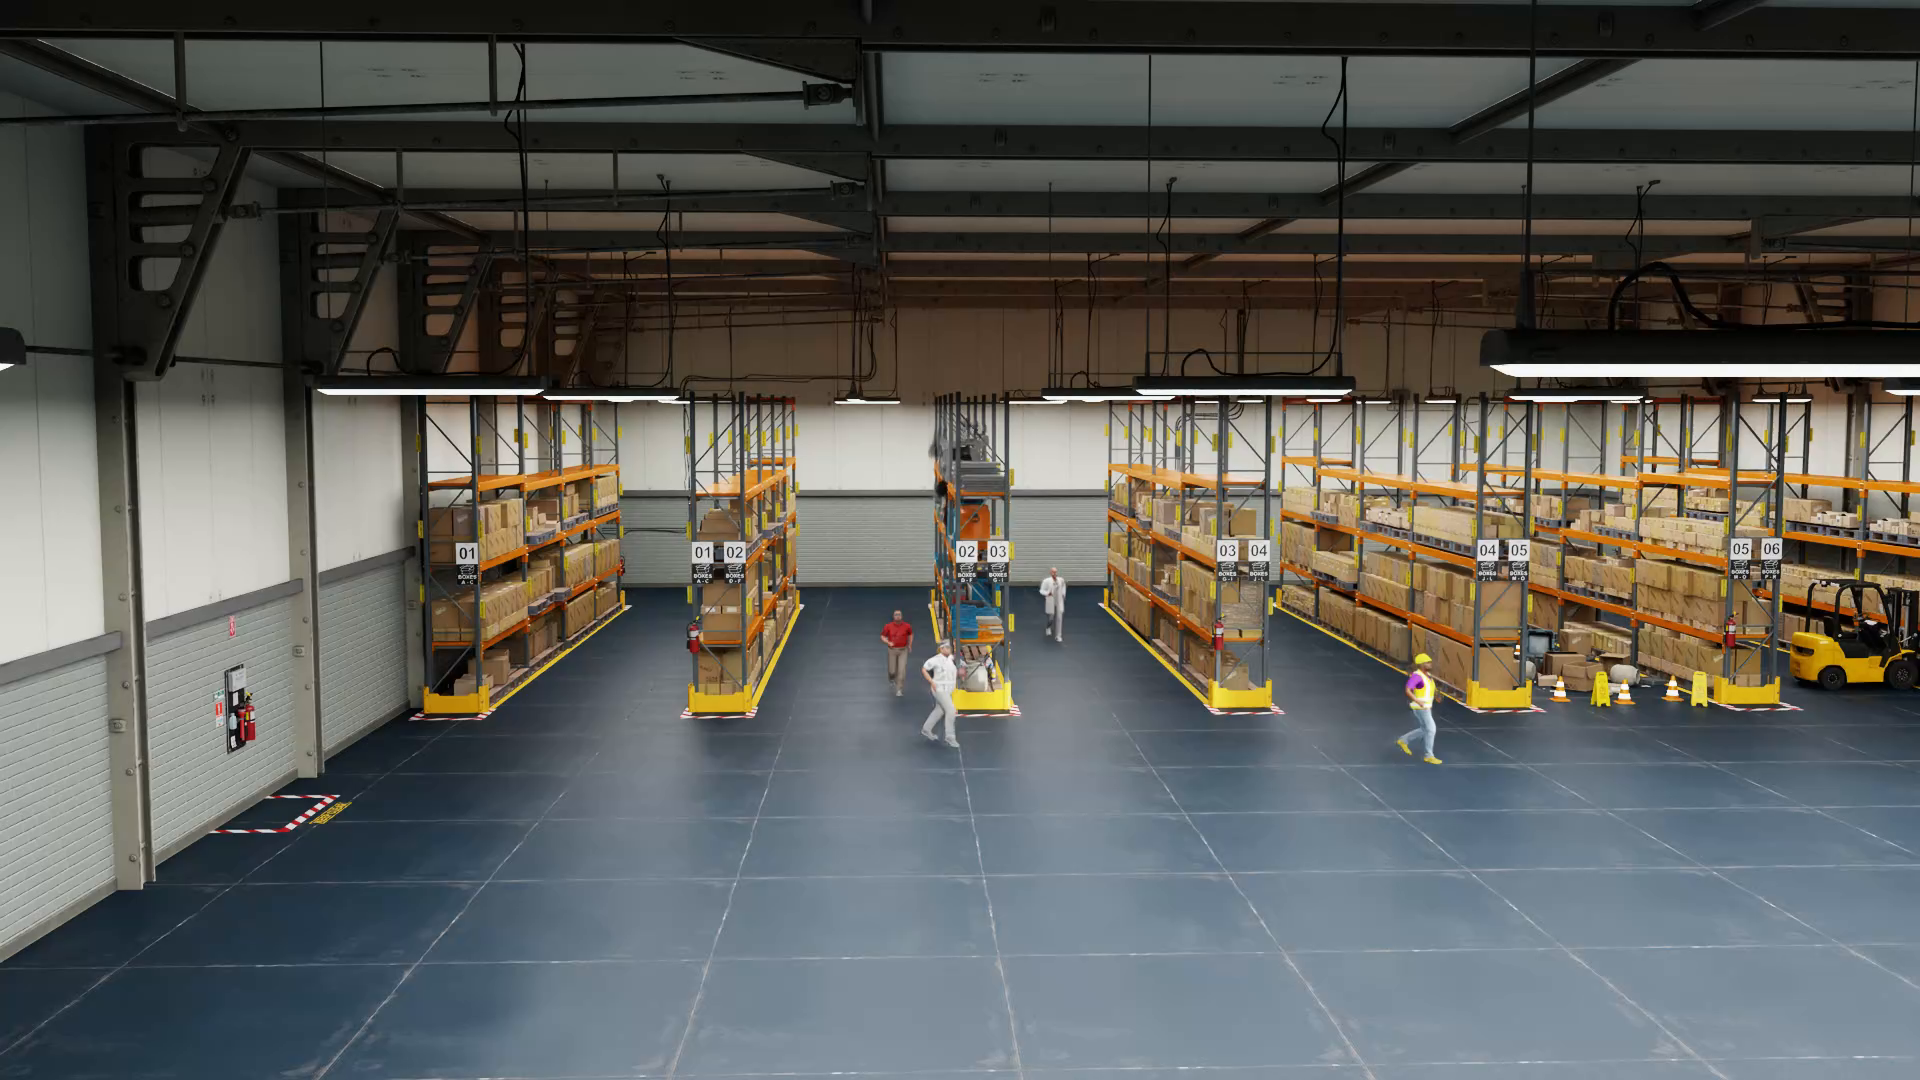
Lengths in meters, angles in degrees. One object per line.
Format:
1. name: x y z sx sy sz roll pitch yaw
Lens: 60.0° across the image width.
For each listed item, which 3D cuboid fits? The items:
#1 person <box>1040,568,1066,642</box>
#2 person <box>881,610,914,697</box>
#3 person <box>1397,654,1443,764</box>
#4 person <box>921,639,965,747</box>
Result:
1. person: 2.304 1.563 40.746 0.712 1.776 1.037 -1 5 -13
2. person: -1.237 2.232 33.026 0.668 1.691 0.686 -1 5 -7
3. person: 7.412 2.704 26.808 0.777 1.754 0.707 3 5 30
4. person: -0.300 2.588 28.275 0.811 1.856 0.629 2 5 25
